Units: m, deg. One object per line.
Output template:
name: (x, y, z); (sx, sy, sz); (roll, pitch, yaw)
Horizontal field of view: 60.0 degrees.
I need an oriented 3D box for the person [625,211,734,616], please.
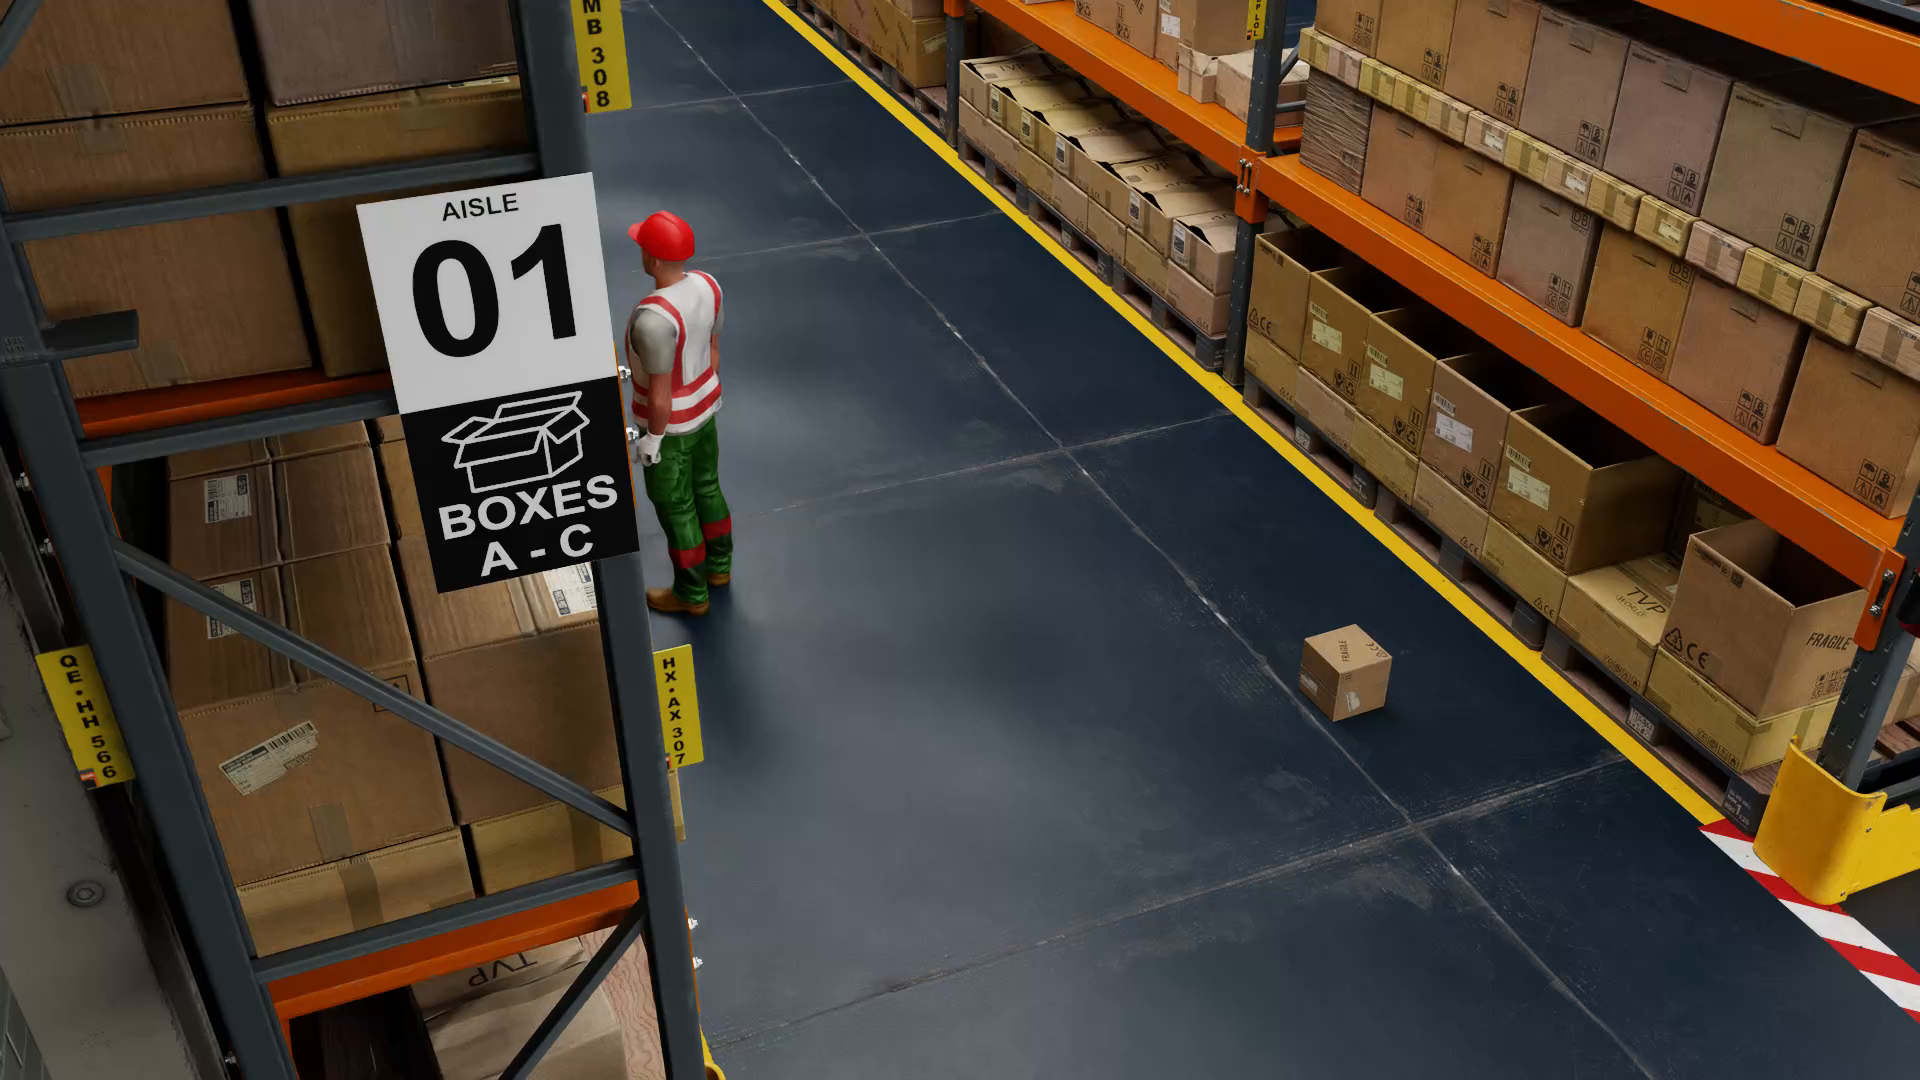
person: (-1.185, -0.516, 6.903); (0.370, 1.796, 0.546); (14, 36, 20)
